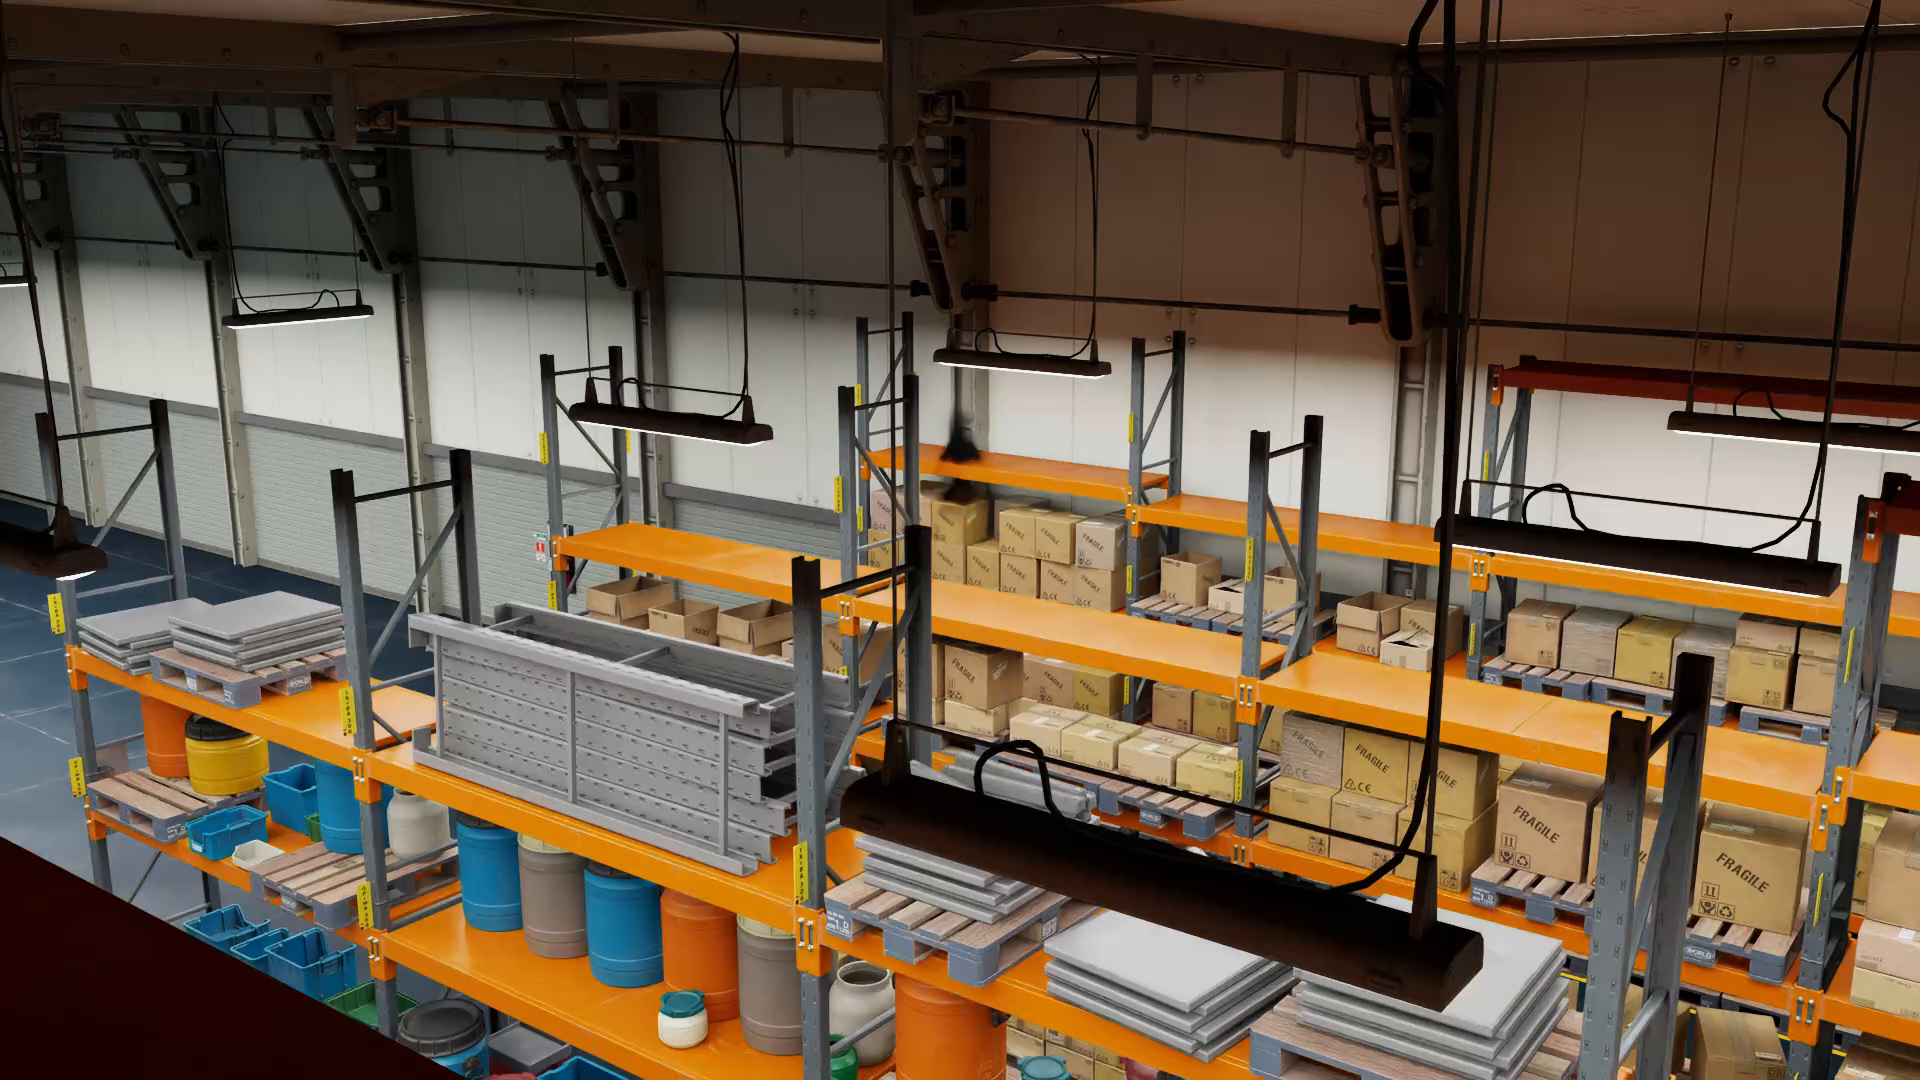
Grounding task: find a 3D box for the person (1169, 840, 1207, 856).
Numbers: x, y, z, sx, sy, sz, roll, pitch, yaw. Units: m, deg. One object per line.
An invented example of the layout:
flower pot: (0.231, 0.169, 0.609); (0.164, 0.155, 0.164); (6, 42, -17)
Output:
person: (2.063, 3.533, 16.127); (0.655, 1.754, 0.644); (8, 15, 31)
